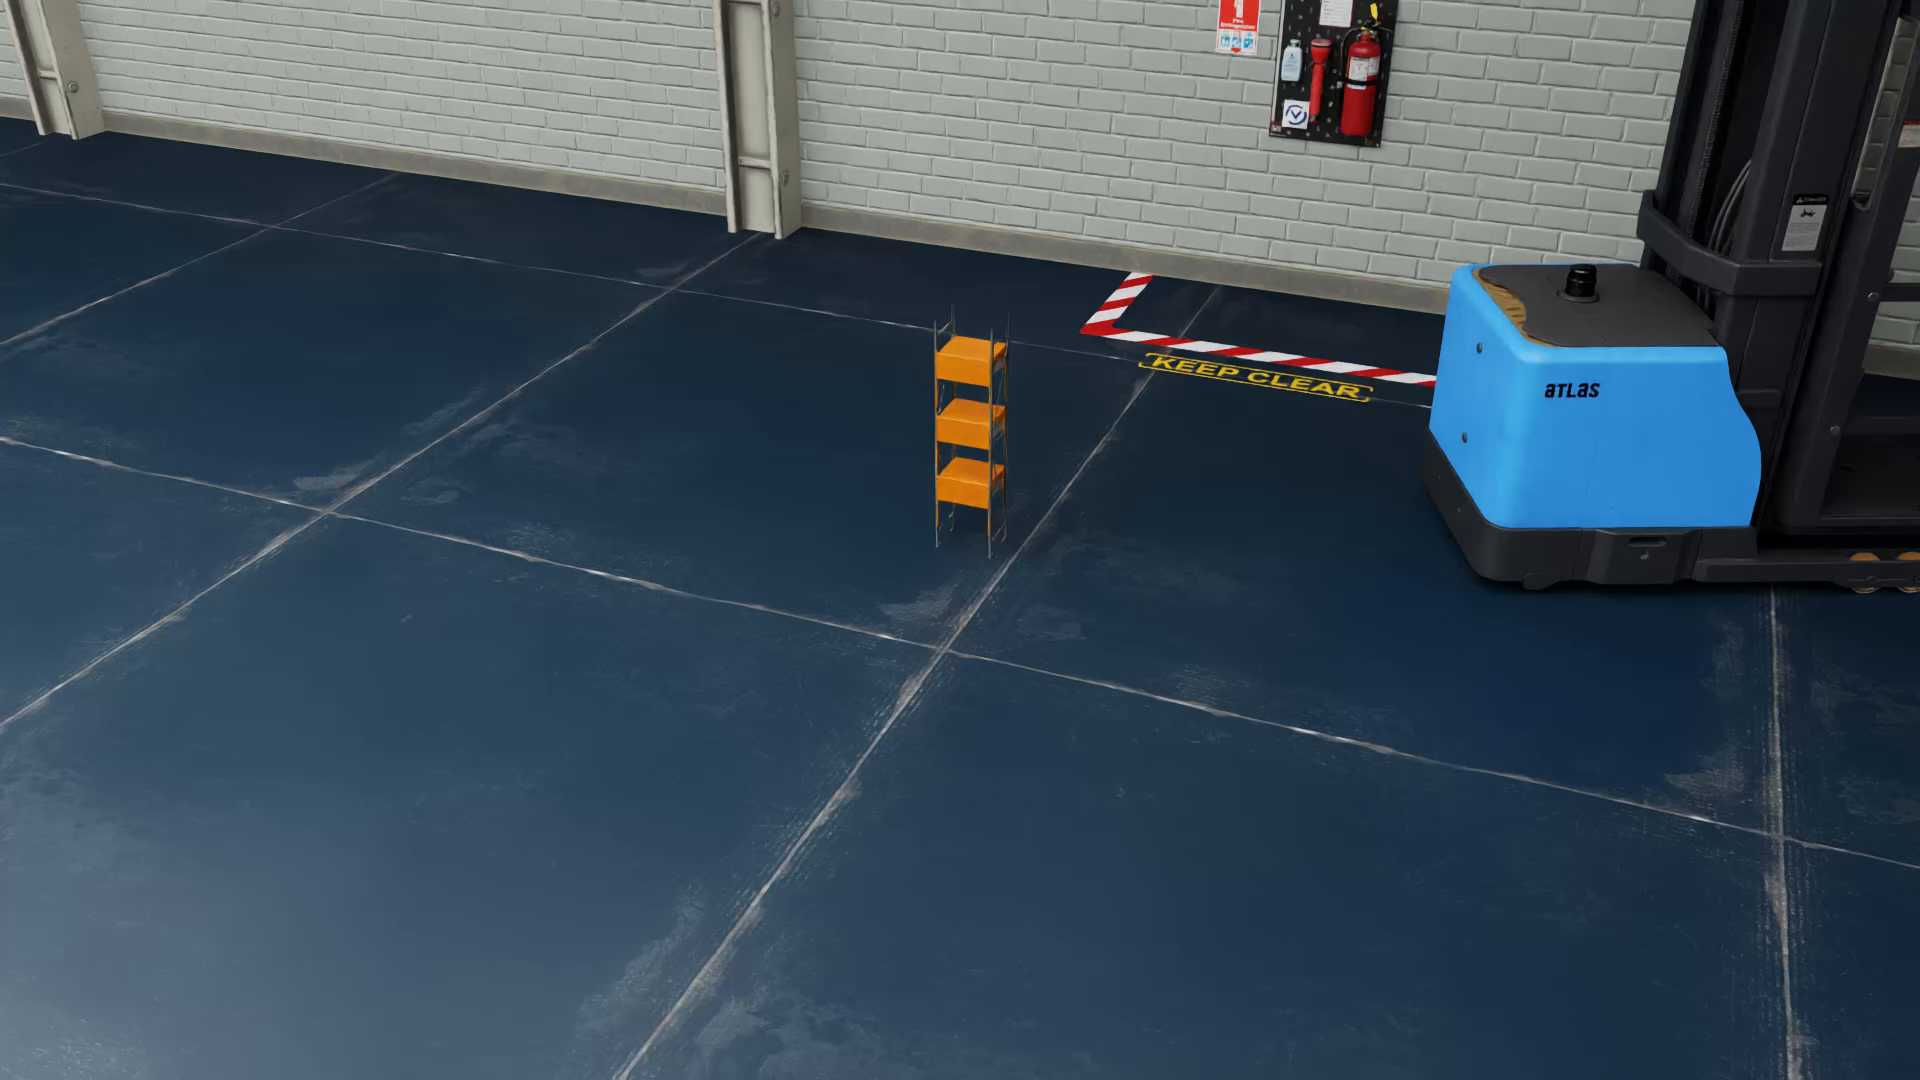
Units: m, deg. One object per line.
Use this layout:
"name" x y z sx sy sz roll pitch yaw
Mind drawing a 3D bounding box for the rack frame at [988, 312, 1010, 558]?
"rack frame" 0.163 -0.425 6.934 0.008 1.050 0.200 11 31 19

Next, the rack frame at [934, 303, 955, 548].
"rack frame" -0.063 -0.470 7.014 0.008 1.050 0.200 11 31 19

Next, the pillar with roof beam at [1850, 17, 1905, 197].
"pillar with roof beam" 2.676 -2.878 3.197 0.400 9.000 9.100 11 31 19

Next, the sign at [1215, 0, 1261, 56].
"sign" 1.545 -2.869 9.241 0.234 0.329 0.001 11 31 19

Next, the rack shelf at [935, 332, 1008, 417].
"rack shelf" 0.050 -0.685 6.840 0.240 0.259 0.215 11 31 19

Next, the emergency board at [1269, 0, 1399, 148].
"emergency board" 2.019 -2.704 8.985 0.643 1.169 0.194 11 31 19

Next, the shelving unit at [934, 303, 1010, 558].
"shelving unit" 0.050 -0.447 6.974 0.252 1.050 0.215 11 31 19

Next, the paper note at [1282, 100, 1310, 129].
"paper note" 1.881 -2.385 9.316 0.142 0.148 0.016 11 31 19

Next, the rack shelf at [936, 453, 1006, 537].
"rack shelf" 0.050 -0.196 7.116 0.240 0.259 0.215 11 31 19

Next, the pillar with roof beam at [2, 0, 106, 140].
"pillar with roof beam" -8.443 -5.098 7.125 0.400 9.000 9.100 11 31 19

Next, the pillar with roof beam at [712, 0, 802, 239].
"pillar with roof beam" -2.884 -3.988 5.161 0.400 9.000 9.100 11 31 19

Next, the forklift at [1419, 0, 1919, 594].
"forklift" 3.630 -1.318 6.603 3.031 2.935 1.130 -1 29 -1

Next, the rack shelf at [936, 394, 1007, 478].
"rack shelf" 0.050 -0.438 6.979 0.240 0.259 0.215 11 31 19
